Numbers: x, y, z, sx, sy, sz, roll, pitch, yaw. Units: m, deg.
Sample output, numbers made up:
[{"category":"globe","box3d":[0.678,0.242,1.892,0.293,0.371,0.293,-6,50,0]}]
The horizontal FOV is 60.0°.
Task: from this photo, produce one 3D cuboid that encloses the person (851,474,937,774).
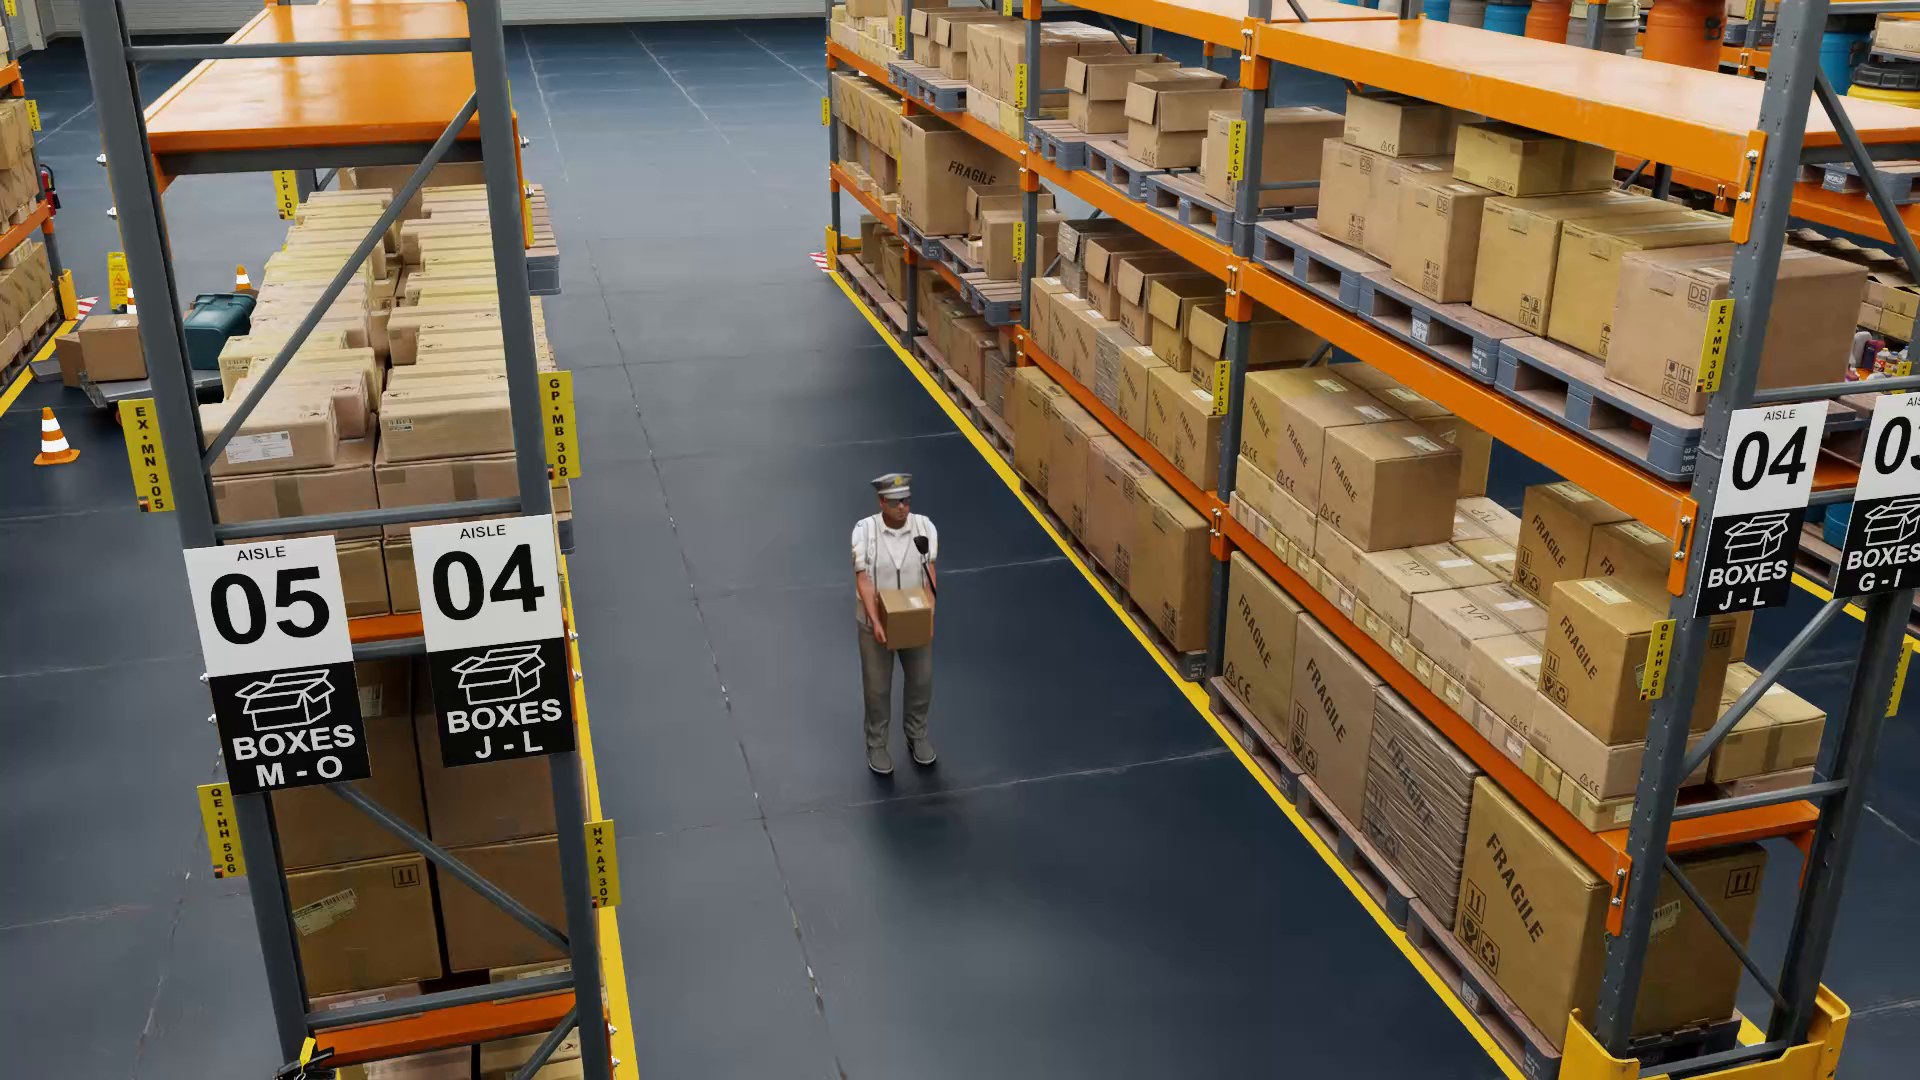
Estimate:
[{"category":"person","box3d":[-0.344,0.482,9.489,0.494,1.767,0.565,-6,23,-13]}]
